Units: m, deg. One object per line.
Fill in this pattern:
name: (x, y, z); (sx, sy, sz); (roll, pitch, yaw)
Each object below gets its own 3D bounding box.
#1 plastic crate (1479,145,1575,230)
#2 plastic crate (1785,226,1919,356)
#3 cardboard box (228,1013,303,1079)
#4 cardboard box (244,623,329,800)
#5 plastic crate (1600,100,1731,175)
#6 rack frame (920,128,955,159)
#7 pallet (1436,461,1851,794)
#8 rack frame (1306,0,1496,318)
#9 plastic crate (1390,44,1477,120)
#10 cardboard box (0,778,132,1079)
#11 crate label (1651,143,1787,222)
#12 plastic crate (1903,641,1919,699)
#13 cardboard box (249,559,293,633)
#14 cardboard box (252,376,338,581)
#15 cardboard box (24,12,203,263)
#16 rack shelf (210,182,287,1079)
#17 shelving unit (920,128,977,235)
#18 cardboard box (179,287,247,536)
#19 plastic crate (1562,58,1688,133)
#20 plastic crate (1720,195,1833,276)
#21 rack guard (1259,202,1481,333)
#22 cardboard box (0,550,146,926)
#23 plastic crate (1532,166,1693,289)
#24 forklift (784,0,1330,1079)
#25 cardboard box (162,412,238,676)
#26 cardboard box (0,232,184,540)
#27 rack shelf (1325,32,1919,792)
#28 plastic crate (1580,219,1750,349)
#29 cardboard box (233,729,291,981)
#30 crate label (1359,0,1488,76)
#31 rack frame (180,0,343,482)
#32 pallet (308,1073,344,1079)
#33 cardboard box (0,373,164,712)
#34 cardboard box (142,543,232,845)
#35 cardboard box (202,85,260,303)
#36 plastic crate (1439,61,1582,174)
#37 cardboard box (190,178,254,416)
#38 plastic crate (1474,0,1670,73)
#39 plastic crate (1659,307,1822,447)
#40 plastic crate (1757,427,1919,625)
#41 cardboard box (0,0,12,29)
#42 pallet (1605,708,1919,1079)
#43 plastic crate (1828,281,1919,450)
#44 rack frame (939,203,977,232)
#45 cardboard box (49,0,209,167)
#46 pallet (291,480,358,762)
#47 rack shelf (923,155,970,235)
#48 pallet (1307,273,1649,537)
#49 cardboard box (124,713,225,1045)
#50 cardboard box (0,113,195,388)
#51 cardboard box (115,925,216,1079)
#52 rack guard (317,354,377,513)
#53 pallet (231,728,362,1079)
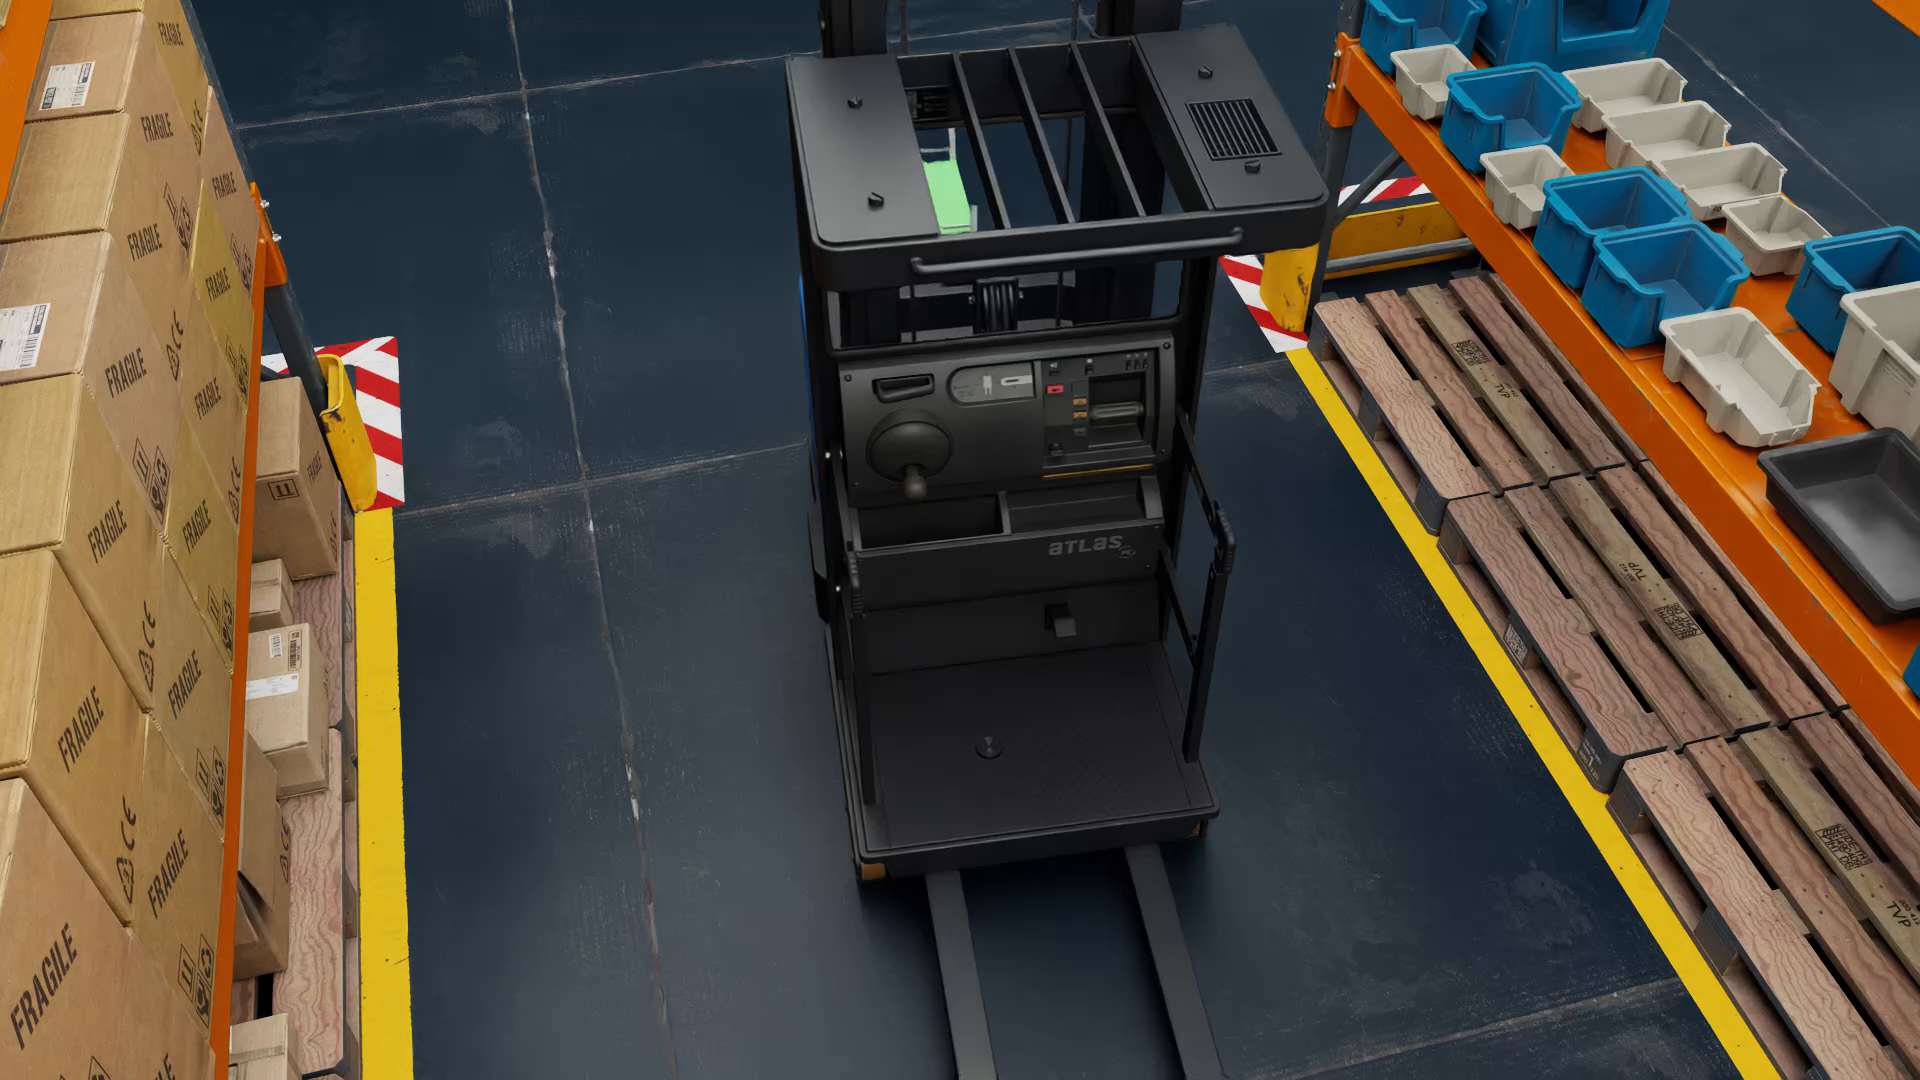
plastic crate: (1.849, -1.131, 5.401); (0.250, 0.136, 0.298); (-11, 47, -10)
plastic crate: (2.702, -0.729, 4.940); (0.416, 0.233, 0.300); (-11, 47, -10)
cardboard box: (-1.966, 1.440, 4.415); (0.380, 0.166, 0.250); (-11, 47, -10)
cardboard box: (-2.269, 0.565, 5.213); (0.500, 0.250, 0.500); (-11, 47, -10)
plastic crate: (2.373, -1.334, 5.600); (0.396, 0.136, 0.243); (-11, 47, -10)
rack frame: (-0.138, -1.063, 6.451); (0.240, 1.200, 0.015); (-6, 46, -6)
pallet: (2.411, 0.255, 5.852); (1.003, 0.211, 1.213); (-11, 47, -10)
rack frame: (1.929, -2.138, 6.245); (1.000, 3.000, 0.127); (-11, 47, -10)
plastic crate: (1.676, -1.599, 5.860); (0.250, 0.136, 0.298); (-11, 47, -10)
cardboard box: (-1.685, 0.765, 2.630); (0.500, 0.500, 0.500); (-10, 46, -9)
crate label: (2.467, -1.146, 5.416); (0.396, 0.136, 0.243); (-11, 47, -10)
plastic crate: (2.503, 0.348, 3.778); (0.392, 0.384, 0.575); (-11, 47, -10)
cardboard box: (-2.467, 0.229, 5.601); (0.380, 0.166, 0.250); (-11, 47, -10)
cardboard box: (-2.483, -0.184, 5.772); (0.500, 0.500, 0.500); (-11, 47, -10)
cardboard box: (-2.351, -1.014, 4.374); (0.500, 0.500, 0.500); (-10, 46, -9)
rack shelf: (-2.349, 0.398, 4.264); (1.077, 0.370, 4.000); (-11, 47, -10)
shelving unit: (-0.100, -0.891, 6.283); (0.258, 1.200, 0.503); (-6, 46, -6)
cardboard box: (-2.224, -0.307, 4.381); (0.500, 0.500, 0.500); (-10, 46, -10)
plastic crate: (2.312, -1.537, 5.798); (0.396, 0.136, 0.243); (-11, 47, -10)
plastic crate: (2.561, -0.945, 5.219); (0.298, 0.136, 0.250); (-11, 47, -10)
rack guard: (1.910, -1.277, 7.152); (1.175, 0.500, 0.348); (-11, 47, -10)
cardboard box: (-1.818, 0.409, 2.979); (0.500, 0.500, 0.500); (-12, 47, -12)
plastic crate: (2.011, -0.961, 5.166); (0.416, 0.233, 0.300); (-11, 47, -10)
forklift: (0.172, -0.245, 4.438); (1.130, 2.935, 3.031); (-6, 46, -6)
cardboard box: (-2.095, 0.040, 4.040); (0.500, 0.500, 0.500); (-11, 47, -11)
cardboard box: (-2.082, -0.303, 3.676); (0.500, 0.500, 0.500); (-9, 46, -9)
rack shelf: (2.441, -0.505, 5.149); (1.077, 0.370, 4.000); (-11, 47, -10)
plastic crate: (2.087, -0.754, 4.963); (0.416, 0.233, 0.300); (-11, 47, -10)
cardboard box: (-2.323, 0.950, 4.658); (0.797, 0.503, 0.637); (-11, 47, -10)
crate label: (1.673, -1.870, 6.057); (0.416, 0.233, 0.303); (-11, 47, -10)
rack frame: (-2.861, -1.235, 5.360); (1.000, 3.000, 0.127); (-11, 47, -10)
pallet: (-2.012, 2.028, 4.114); (1.003, 0.211, 1.213); (-11, 47, -10)
cardboard box: (-1.949, 0.054, 3.327); (0.500, 0.500, 0.500); (-12, 47, -11)
cardboard box: (-1.964, 0.391, 3.696); (0.500, 0.500, 0.500); (-11, 47, -11)
cardboard box: (-2.483, -1.010, 5.070); (0.500, 0.500, 0.500); (-9, 46, -9)
plastic crate: (1.842, -1.415, 5.612); (0.416, 0.233, 0.300); (-11, 47, -10)
cardboard box: (-2.347, -0.653, 4.720); (0.500, 0.500, 0.500); (-10, 46, -10)
plastic crate: (2.195, -1.974, 6.018); (0.616, 0.435, 0.499); (-11, 47, -10)
plastic crate: (2.216, -0.452, 4.736); (0.293, 0.136, 0.466); (-11, 47, -10)
plastic crate: (2.406, -0.025, 4.325); (0.437, 0.125, 0.590); (-11, 47, -10)
cardboard box: (-2.216, -1.236, 3.366); (0.500, 0.250, 0.500); (-11, 47, -10)
pallet: (2.727, 1.099, 5.025); (1.003, 0.211, 1.213); (-11, 47, -10)
plastic crate: (2.740, -0.444, 4.626); (0.437, 0.282, 0.530); (-11, 47, -10)
rack frame: (-0.062, -0.719, 6.114); (0.240, 1.200, 0.015); (-6, 46, -6)
cardboard box: (-2.481, -1.363, 4.715); (0.500, 0.500, 0.500); (-11, 47, -11)
pallet: (-2.636, 0.344, 5.765); (1.003, 0.211, 1.213); (-11, 47, -10)
rack shelf: (-0.100, -1.182, 5.986); (0.258, 0.148, 0.480); (-6, 46, -6)
pallet: (2.102, -0.586, 6.676); (1.003, 0.211, 1.213); (-11, 47, -10)
cardboard box: (-1.838, 0.737, 3.357); (0.500, 0.500, 0.500); (-10, 46, -10)
cardboard box: (-2.214, -0.657, 4.024); (0.500, 0.500, 0.500); (-10, 46, -9)
cardboard box: (-1.704, 1.090, 3.012); (0.500, 0.500, 0.500); (-10, 46, -9)
rack guard: (-2.841, -0.308, 6.201); (1.175, 0.500, 0.348); (-11, 47, -10)
pallet: (-2.327, 1.185, 4.941); (1.003, 0.211, 1.213); (-11, 47, -10)
